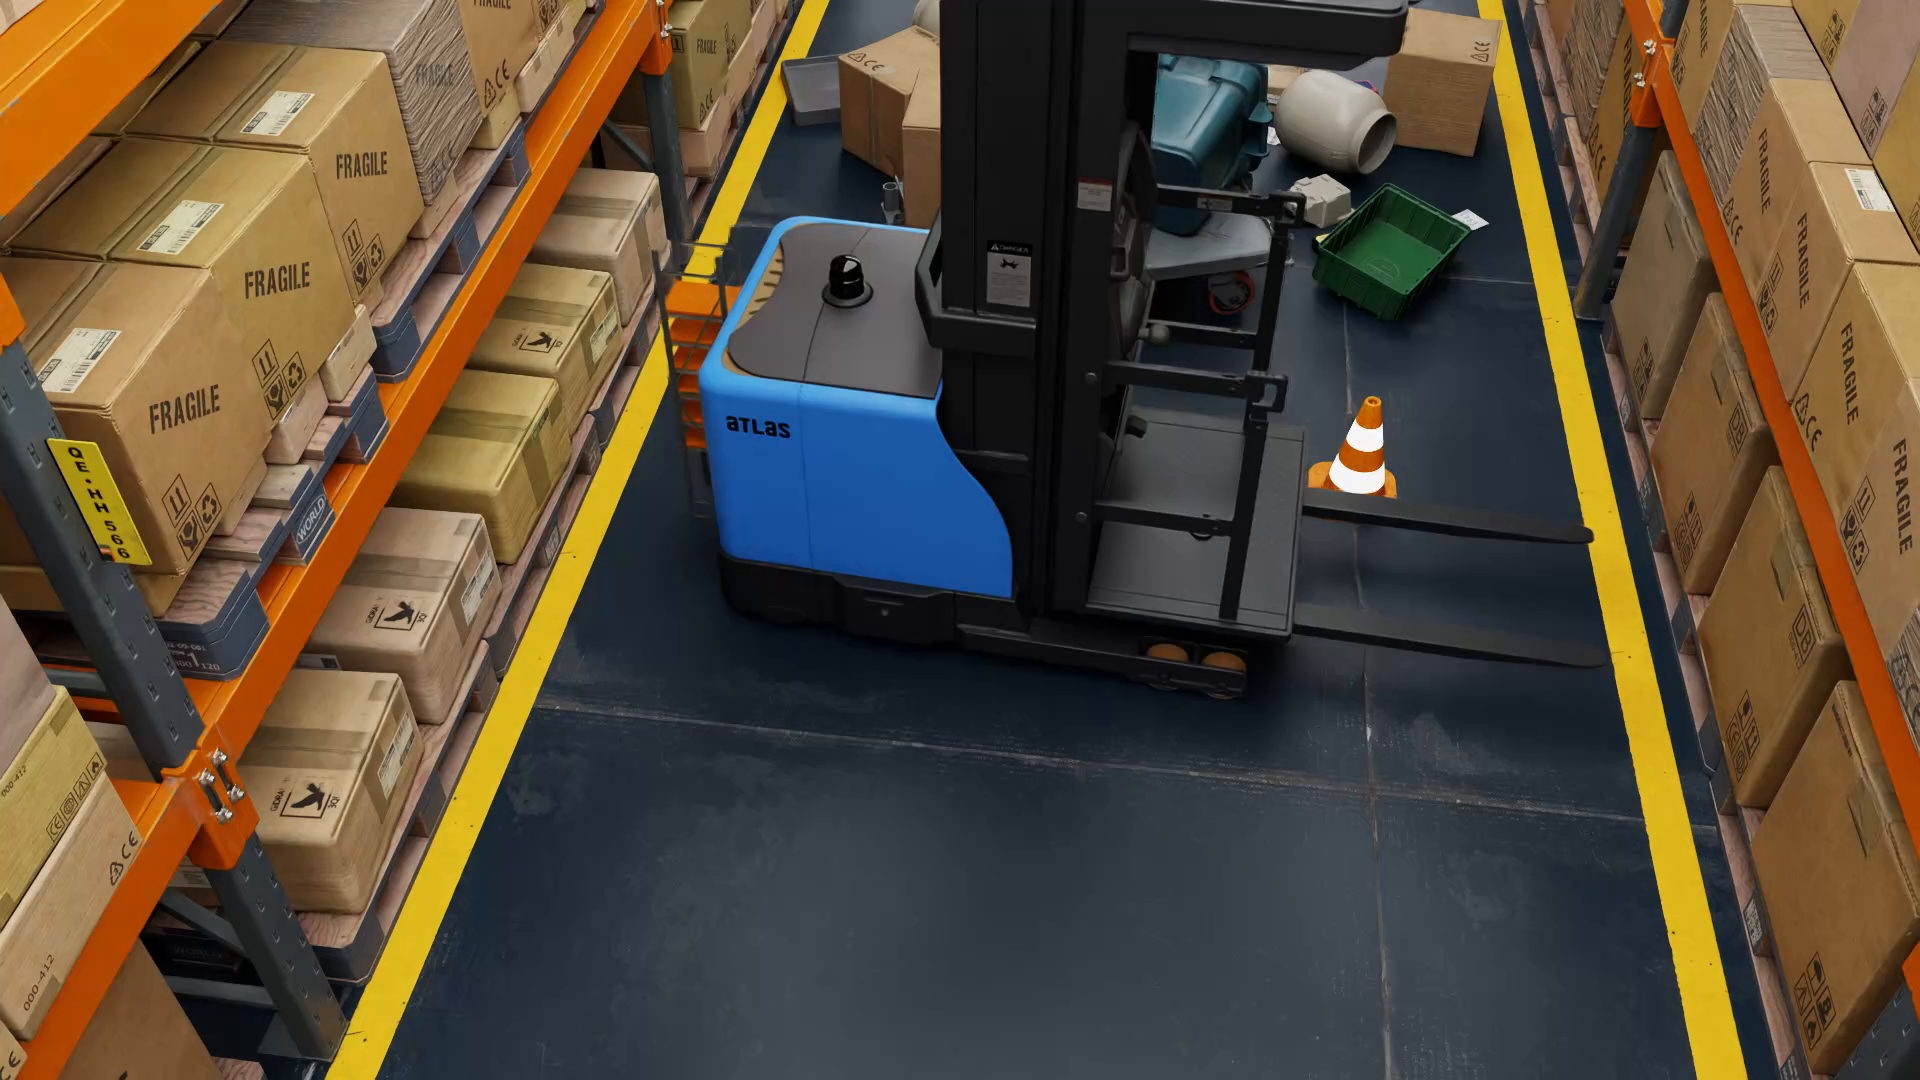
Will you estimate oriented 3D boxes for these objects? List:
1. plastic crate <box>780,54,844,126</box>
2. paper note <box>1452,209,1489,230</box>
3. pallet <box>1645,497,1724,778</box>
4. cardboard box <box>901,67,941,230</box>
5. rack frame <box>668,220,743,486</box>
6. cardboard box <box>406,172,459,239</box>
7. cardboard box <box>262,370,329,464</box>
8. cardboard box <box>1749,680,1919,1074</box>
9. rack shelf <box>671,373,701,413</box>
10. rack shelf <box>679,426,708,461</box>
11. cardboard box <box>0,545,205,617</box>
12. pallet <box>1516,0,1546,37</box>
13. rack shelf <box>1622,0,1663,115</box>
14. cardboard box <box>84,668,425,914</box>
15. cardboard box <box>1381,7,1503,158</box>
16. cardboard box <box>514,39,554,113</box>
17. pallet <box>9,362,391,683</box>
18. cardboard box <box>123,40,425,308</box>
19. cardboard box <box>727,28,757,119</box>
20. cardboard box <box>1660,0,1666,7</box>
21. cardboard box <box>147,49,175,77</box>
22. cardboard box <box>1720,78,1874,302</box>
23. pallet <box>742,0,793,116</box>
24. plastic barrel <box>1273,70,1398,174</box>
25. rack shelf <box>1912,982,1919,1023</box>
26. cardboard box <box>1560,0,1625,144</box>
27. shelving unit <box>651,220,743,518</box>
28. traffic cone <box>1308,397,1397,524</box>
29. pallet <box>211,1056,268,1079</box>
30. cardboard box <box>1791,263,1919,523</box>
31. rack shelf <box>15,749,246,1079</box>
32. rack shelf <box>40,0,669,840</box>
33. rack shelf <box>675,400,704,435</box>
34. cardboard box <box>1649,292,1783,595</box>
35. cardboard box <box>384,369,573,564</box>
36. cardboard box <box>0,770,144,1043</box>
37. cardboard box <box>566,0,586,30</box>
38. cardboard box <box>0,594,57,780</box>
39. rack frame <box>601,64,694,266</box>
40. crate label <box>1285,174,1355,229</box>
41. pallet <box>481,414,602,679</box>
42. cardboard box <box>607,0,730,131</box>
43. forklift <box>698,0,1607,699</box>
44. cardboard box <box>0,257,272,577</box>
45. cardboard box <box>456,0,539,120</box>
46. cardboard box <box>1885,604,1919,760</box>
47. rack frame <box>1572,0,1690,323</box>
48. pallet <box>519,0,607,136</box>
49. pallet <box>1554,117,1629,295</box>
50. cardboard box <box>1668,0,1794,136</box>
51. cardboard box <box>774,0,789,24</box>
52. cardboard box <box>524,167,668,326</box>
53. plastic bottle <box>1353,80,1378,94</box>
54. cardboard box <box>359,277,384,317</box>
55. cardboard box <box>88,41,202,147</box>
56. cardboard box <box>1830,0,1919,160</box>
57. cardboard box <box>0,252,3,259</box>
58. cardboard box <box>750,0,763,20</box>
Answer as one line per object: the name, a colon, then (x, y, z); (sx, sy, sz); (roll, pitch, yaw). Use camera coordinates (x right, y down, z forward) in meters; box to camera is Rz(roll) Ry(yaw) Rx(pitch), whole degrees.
plastic crate: (-0.707, -2.360, 8.685); (0.402, 0.080, 0.583); (-9, 44, -9)
paper note: (2.384, -1.507, 7.819); (0.147, 0.020, 0.142); (-24, 48, -23)
pallet: (3.007, 0.335, 5.743); (1.003, 0.211, 1.213); (5, 44, 6)
cardboard box: (0.041, -1.651, 7.079); (0.500, 0.500, 0.500); (5, 44, 6)
rack frame: (-0.874, -0.635, 6.048); (0.240, 1.200, 0.006); (7, 44, 7)
cardboard box: (-1.767, -1.062, 5.067); (0.380, 0.149, 0.250); (7, 44, 7)
cardboard box: (-1.876, -0.337, 4.301); (0.380, 0.149, 0.250); (3, 44, 3)
cardboard box: (2.834, 0.940, 4.407); (1.050, 0.750, 0.750); (5, 44, 5)
rack shelf: (-0.890, -0.541, 6.014); (0.258, 0.103, 0.180); (7, 44, 7)
rack shelf: (-0.890, -0.367, 6.179); (0.258, 0.103, 0.180); (7, 44, 7)
cardboard box: (-2.029, 0.035, 3.909); (0.380, 0.149, 0.250); (3, 44, 3)
pallet: (3.693, -3.206, 9.482); (1.003, 0.211, 1.213); (5, 44, 6)
rack shelf: (3.457, -3.146, 7.914); (1.077, 0.370, 4.000); (5, 44, 6)
cardboard box: (-2.171, 0.718, 4.915); (0.950, 0.372, 0.625); (3, 43, 3)
cardboard box: (2.381, -2.289, 8.302); (0.500, 0.500, 0.500); (12, 45, 13)
cardboard box: (-1.603, -1.580, 5.614); (0.380, 0.149, 0.250); (6, 44, 6)
pallet: (-2.267, -0.125, 4.340); (1.213, 0.211, 1.003); (5, 44, 6)
cardboard box: (-1.842, -1.000, 4.530); (0.500, 0.500, 0.500); (6, 44, 6)
cardboard box: (-1.322, -2.322, 8.215); (0.500, 0.250, 0.500); (8, 44, 8)
cardboard box: (3.230, -2.351, 6.442); (0.875, 0.550, 0.550); (5, 44, 6)
cardboard box: (-2.319, -1.372, 4.451); (0.380, 0.149, 0.250); (3, 44, 4)
cardboard box: (2.722, -1.062, 5.117); (0.500, 0.500, 0.500); (5, 44, 5)
pallet: (-1.515, -2.707, 8.956); (1.003, 0.211, 1.213); (5, 44, 6)
plastic barrel: (1.822, -2.021, 8.077); (0.421, 0.421, 0.512); (-32, 52, -29)
rack shelf: (2.399, 2.306, 2.156); (1.077, 0.370, 4.000); (5, 44, 6)
cardboard box: (3.461, -2.462, 7.908); (0.875, 0.875, 0.875); (6, 44, 6)
shelving unit: (-0.891, -0.573, 5.983); (0.258, 1.200, 0.189); (7, 44, 7)
traffic cone: (1.519, -0.346, 6.279); (0.336, 0.463, 0.334); (5, 44, 6)
pallet: (-2.435, 1.844, 4.149); (1.003, 0.211, 1.213); (5, 44, 6)
cardboard box: (2.591, -0.366, 4.382); (0.500, 0.500, 0.500); (5, 44, 5)
rack shelf: (-2.520, 1.925, 2.558); (1.077, 0.370, 4.000); (5, 44, 6)
rack shelf: (-1.992, -0.801, 5.437); (1.077, 0.370, 4.000); (5, 44, 6)
rack shelf: (-0.890, -0.454, 6.096); (0.258, 0.103, 0.180); (7, 44, 7)
cardboard box: (3.068, -0.291, 5.707); (1.050, 0.750, 0.750); (5, 44, 6)
cardboard box: (-1.976, -0.301, 5.993); (0.950, 0.372, 0.625); (7, 44, 7)
cardboard box: (-2.066, 0.724, 3.413); (0.500, 0.250, 0.500); (4, 44, 4)
cardboard box: (-1.574, -1.933, 5.987); (0.380, 0.149, 0.250); (4, 44, 4)
cardboard box: (-2.065, 0.278, 2.975); (0.500, 0.500, 0.500); (4, 44, 4)
rack frame: (-1.727, -2.425, 6.630); (1.000, 3.000, 0.127); (5, 44, 6)
crate label: (1.693, -1.606, 7.846); (0.298, 0.136, 0.250); (-24, 48, -23)
pallet: (-1.988, -0.048, 6.147); (1.003, 0.211, 1.213); (5, 44, 6)
cardboard box: (-1.382, -2.229, 7.572); (0.500, 0.500, 0.500); (7, 44, 8)
forklift: (0.720, -0.923, 5.093); (3.031, 2.935, 1.130); (8, 44, 8)
cardboard box: (-1.967, -0.282, 3.771); (0.500, 0.500, 0.500); (4, 44, 4)
cardboard box: (-1.699, -1.697, 5.266); (0.500, 0.500, 0.500); (7, 44, 7)
cardboard box: (2.457, 0.314, 3.664); (0.500, 0.500, 0.500); (5, 44, 6)
rack frame: (3.193, -2.044, 6.227); (1.000, 3.000, 0.127); (5, 44, 6)
pallet: (-1.972, -1.848, 6.159); (1.003, 0.211, 1.213); (5, 44, 6)
pallet: (3.371, -1.543, 7.726); (1.003, 0.211, 1.213); (5, 44, 6)
cardboard box: (2.856, -1.746, 5.840); (0.500, 0.500, 0.500); (6, 44, 6)
cardboard box: (-1.179, -3.020, 8.953); (0.500, 0.250, 0.500); (4, 44, 4)
cardboard box: (-1.794, -1.266, 7.011); (0.950, 0.372, 0.625); (6, 44, 6)
plastic bottle: (2.020, -2.334, 8.670); (0.283, 0.061, 0.133); (-9, 44, -9)
cardboard box: (-1.865, -0.694, 4.678); (0.380, 0.149, 0.250); (8, 44, 8)
cardboard box: (-2.348, -1.028, 4.560); (0.500, 0.500, 0.500); (3, 43, 3)
cardboard box: (3.000, -1.409, 4.757); (0.700, 0.500, 0.500); (6, 44, 6)
cardboard box: (-2.472, -0.331, 3.823); (0.500, 0.500, 0.500); (4, 44, 4)
cardboard box: (-1.252, -2.948, 8.331); (0.500, 0.500, 0.500); (7, 44, 8)
